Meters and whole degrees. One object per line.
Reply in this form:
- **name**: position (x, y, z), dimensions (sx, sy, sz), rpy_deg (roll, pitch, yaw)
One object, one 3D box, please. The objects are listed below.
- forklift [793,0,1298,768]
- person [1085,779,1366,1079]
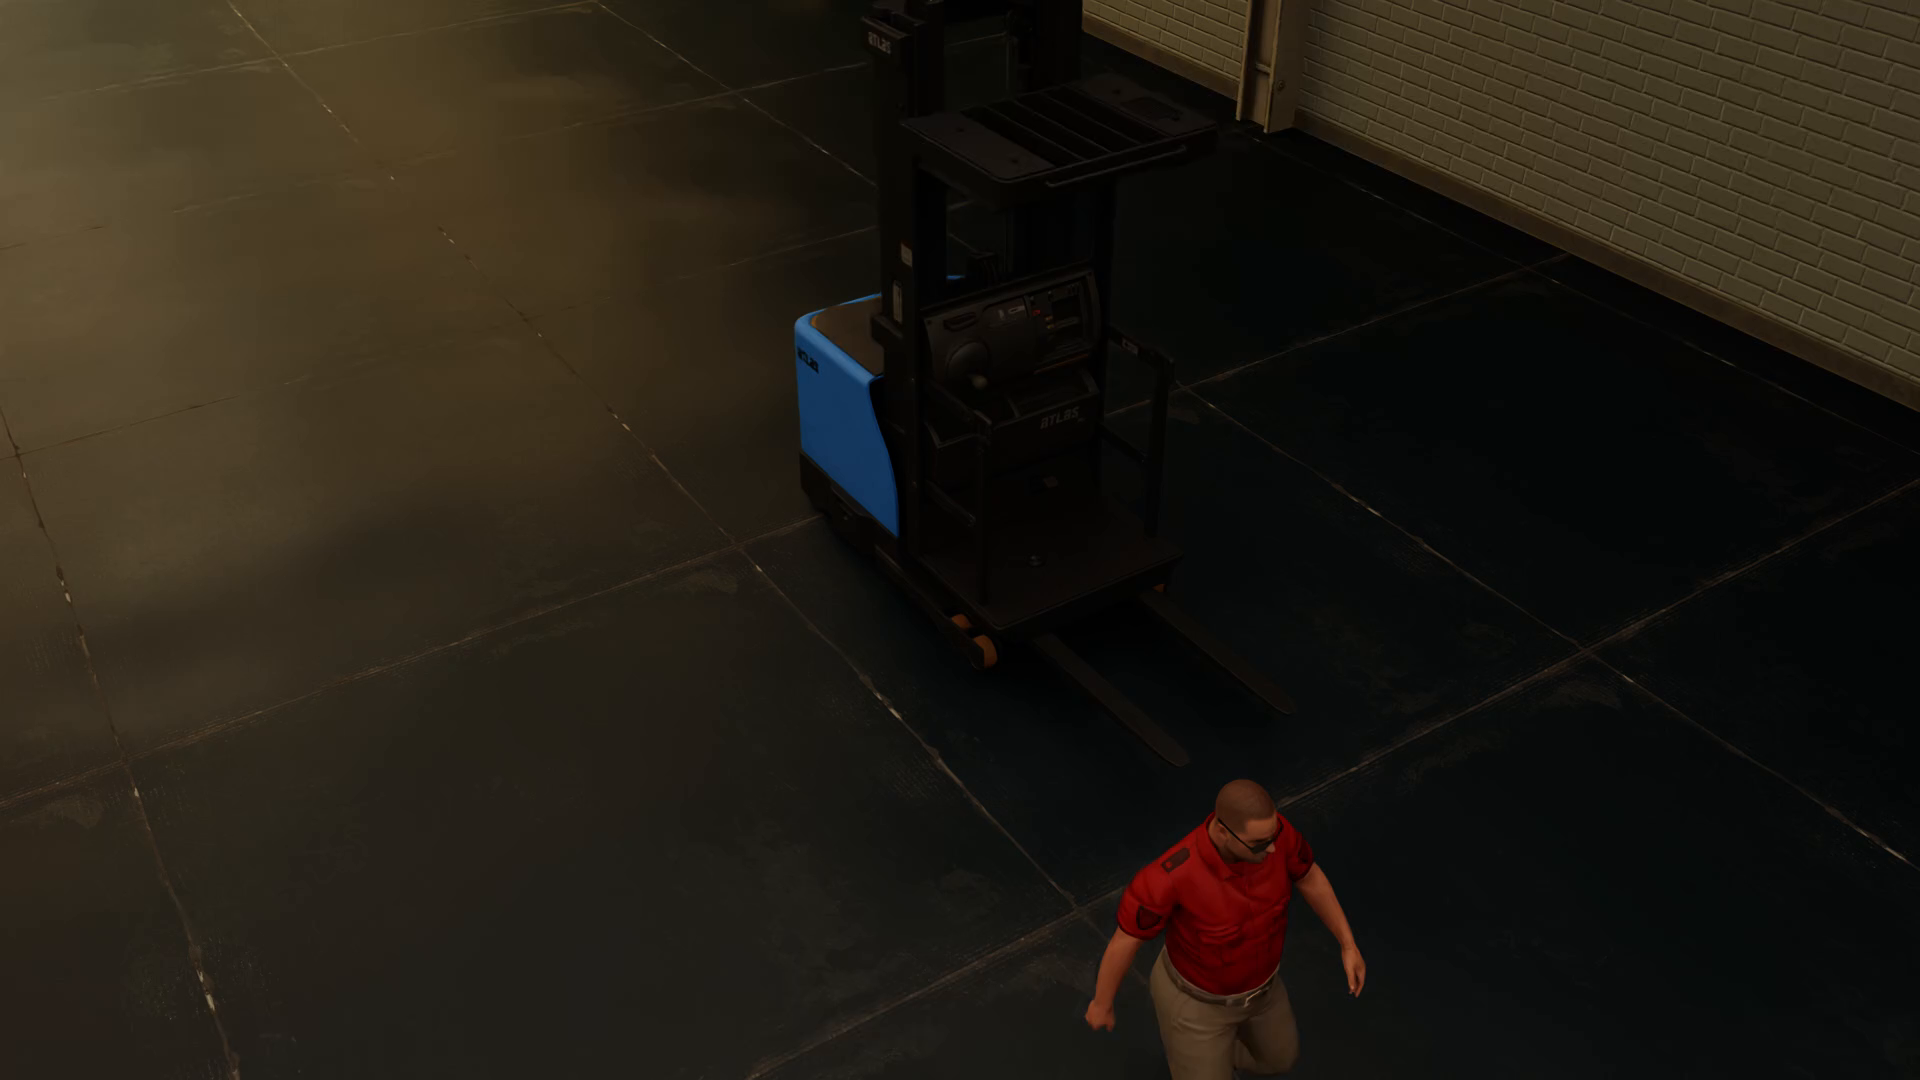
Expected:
- **forklift**: position (0.366, -0.898, 7.426), dimensions (1.130, 2.935, 3.031), rpy_deg (-21, 40, -27)
- **person**: position (0.803, 1.388, 5.240), dimensions (0.792, 1.710, 0.595), rpy_deg (-23, 41, -29)
